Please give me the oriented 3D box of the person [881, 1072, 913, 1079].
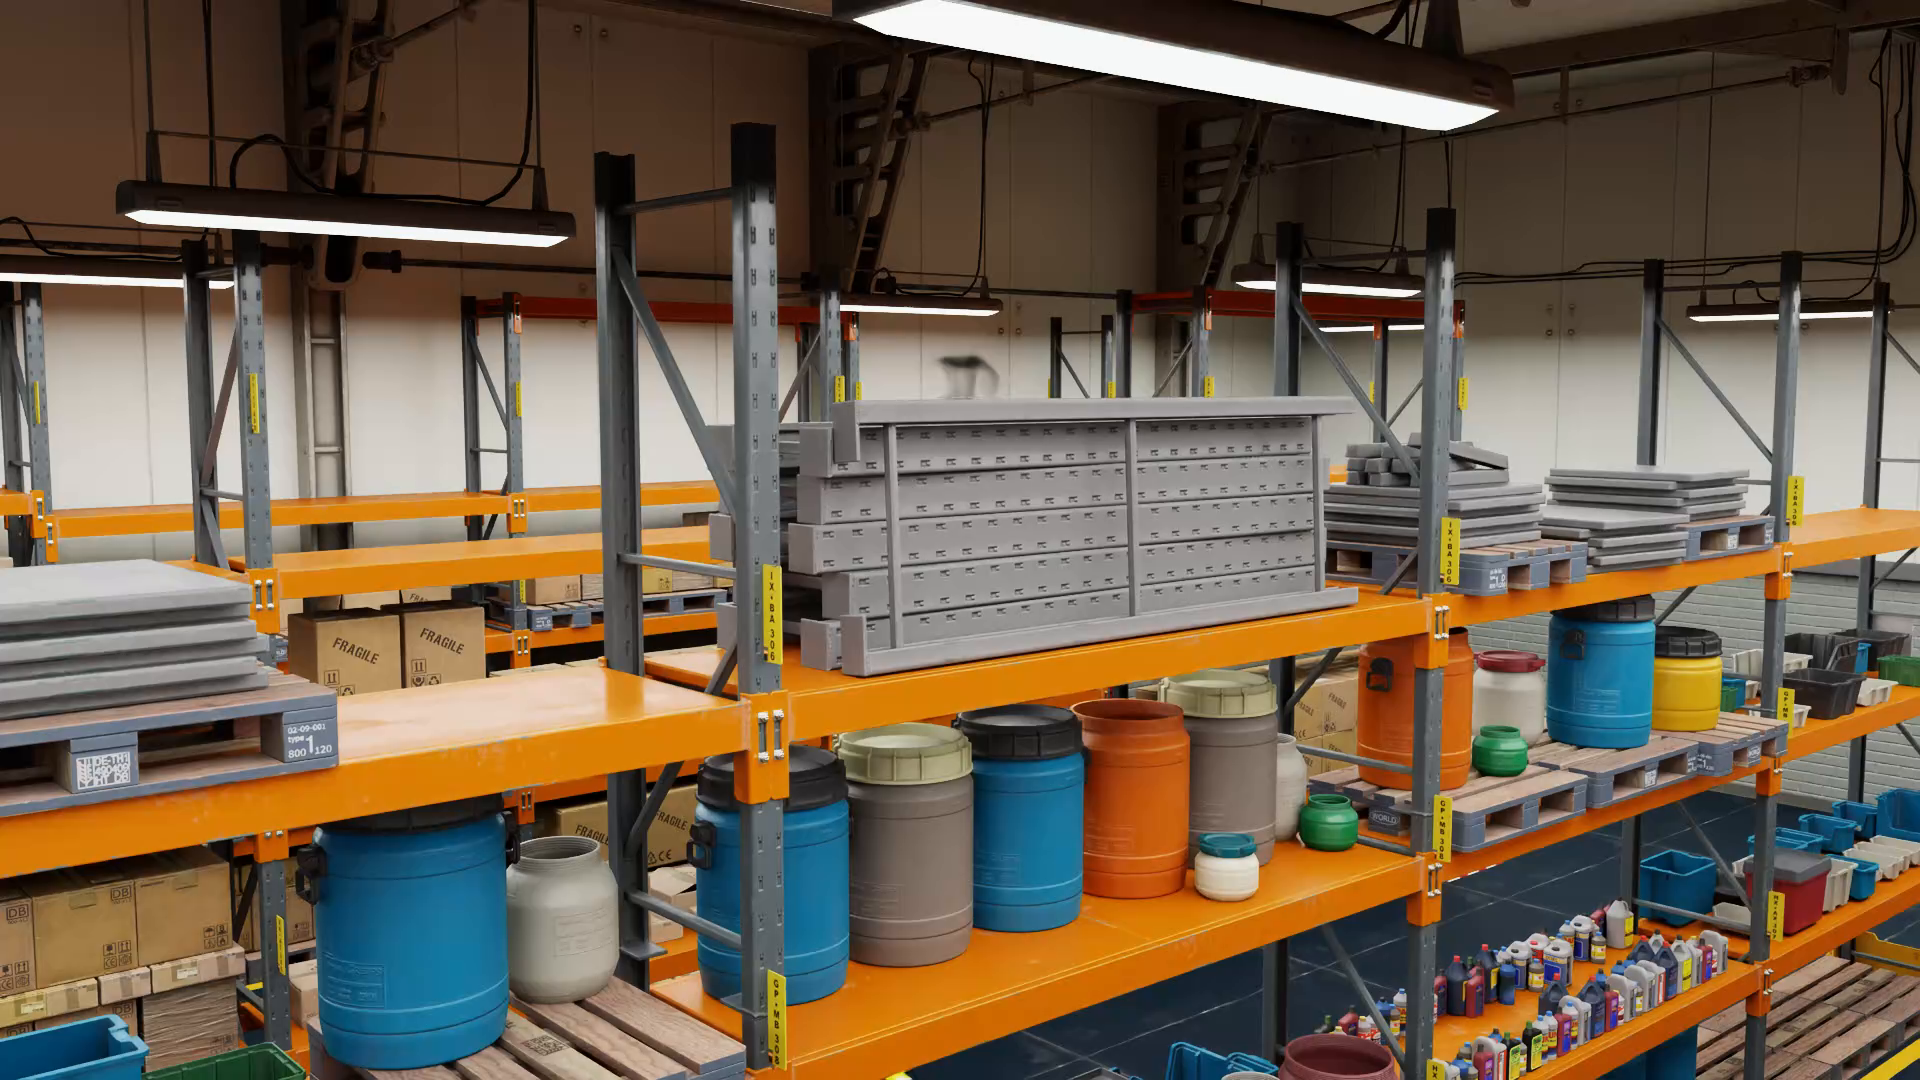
[{"bbox_3d":[-0.295,3.456,9.058,0.941,1.751,0.686,-5,7,-43],"label":"person"}]
